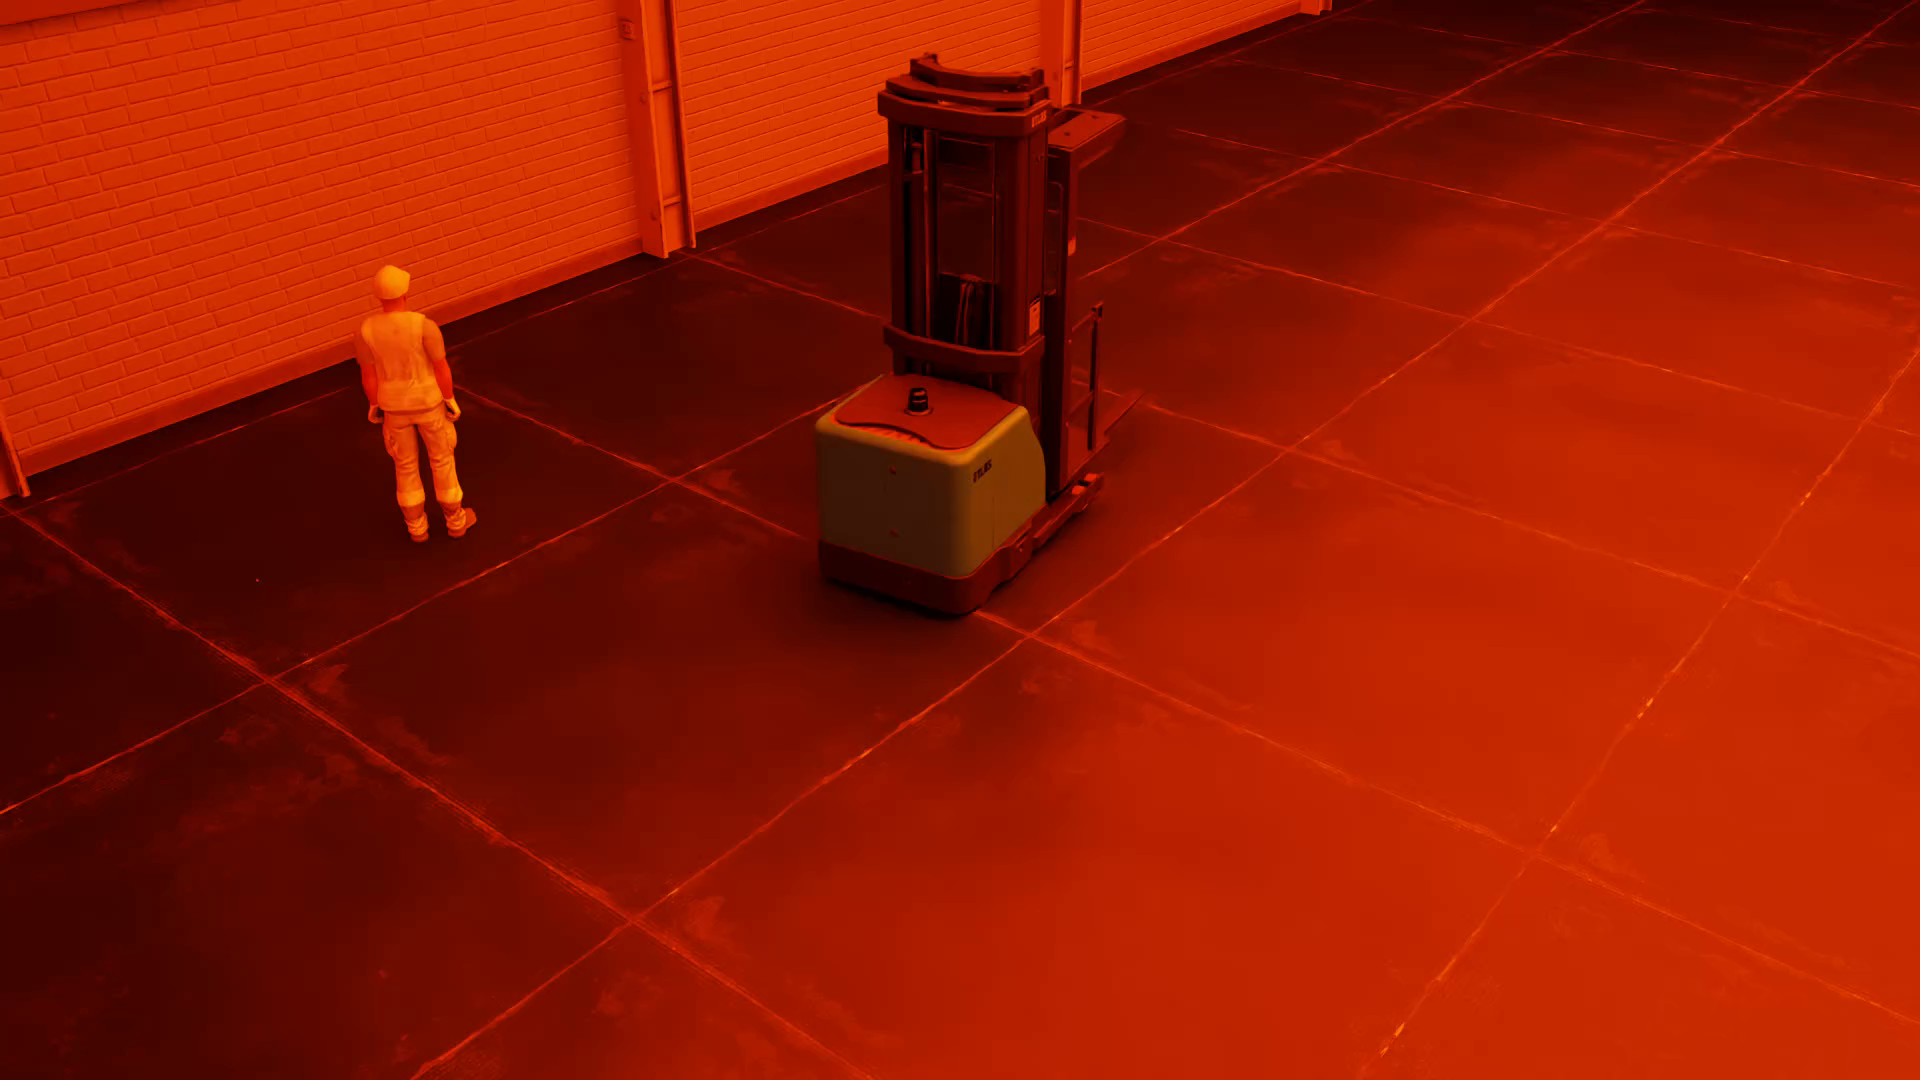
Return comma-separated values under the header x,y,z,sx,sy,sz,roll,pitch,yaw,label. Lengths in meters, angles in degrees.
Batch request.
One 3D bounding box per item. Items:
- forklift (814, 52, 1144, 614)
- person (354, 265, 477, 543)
x,y,z,sx,sy,sz,roll,pitch,yaw,label
0.293,-1.553,10.253,1.130,2.935,3.031,15,34,25,forklift
-3.334,-0.831,10.146,0.546,1.795,0.352,-4,31,-7,person
